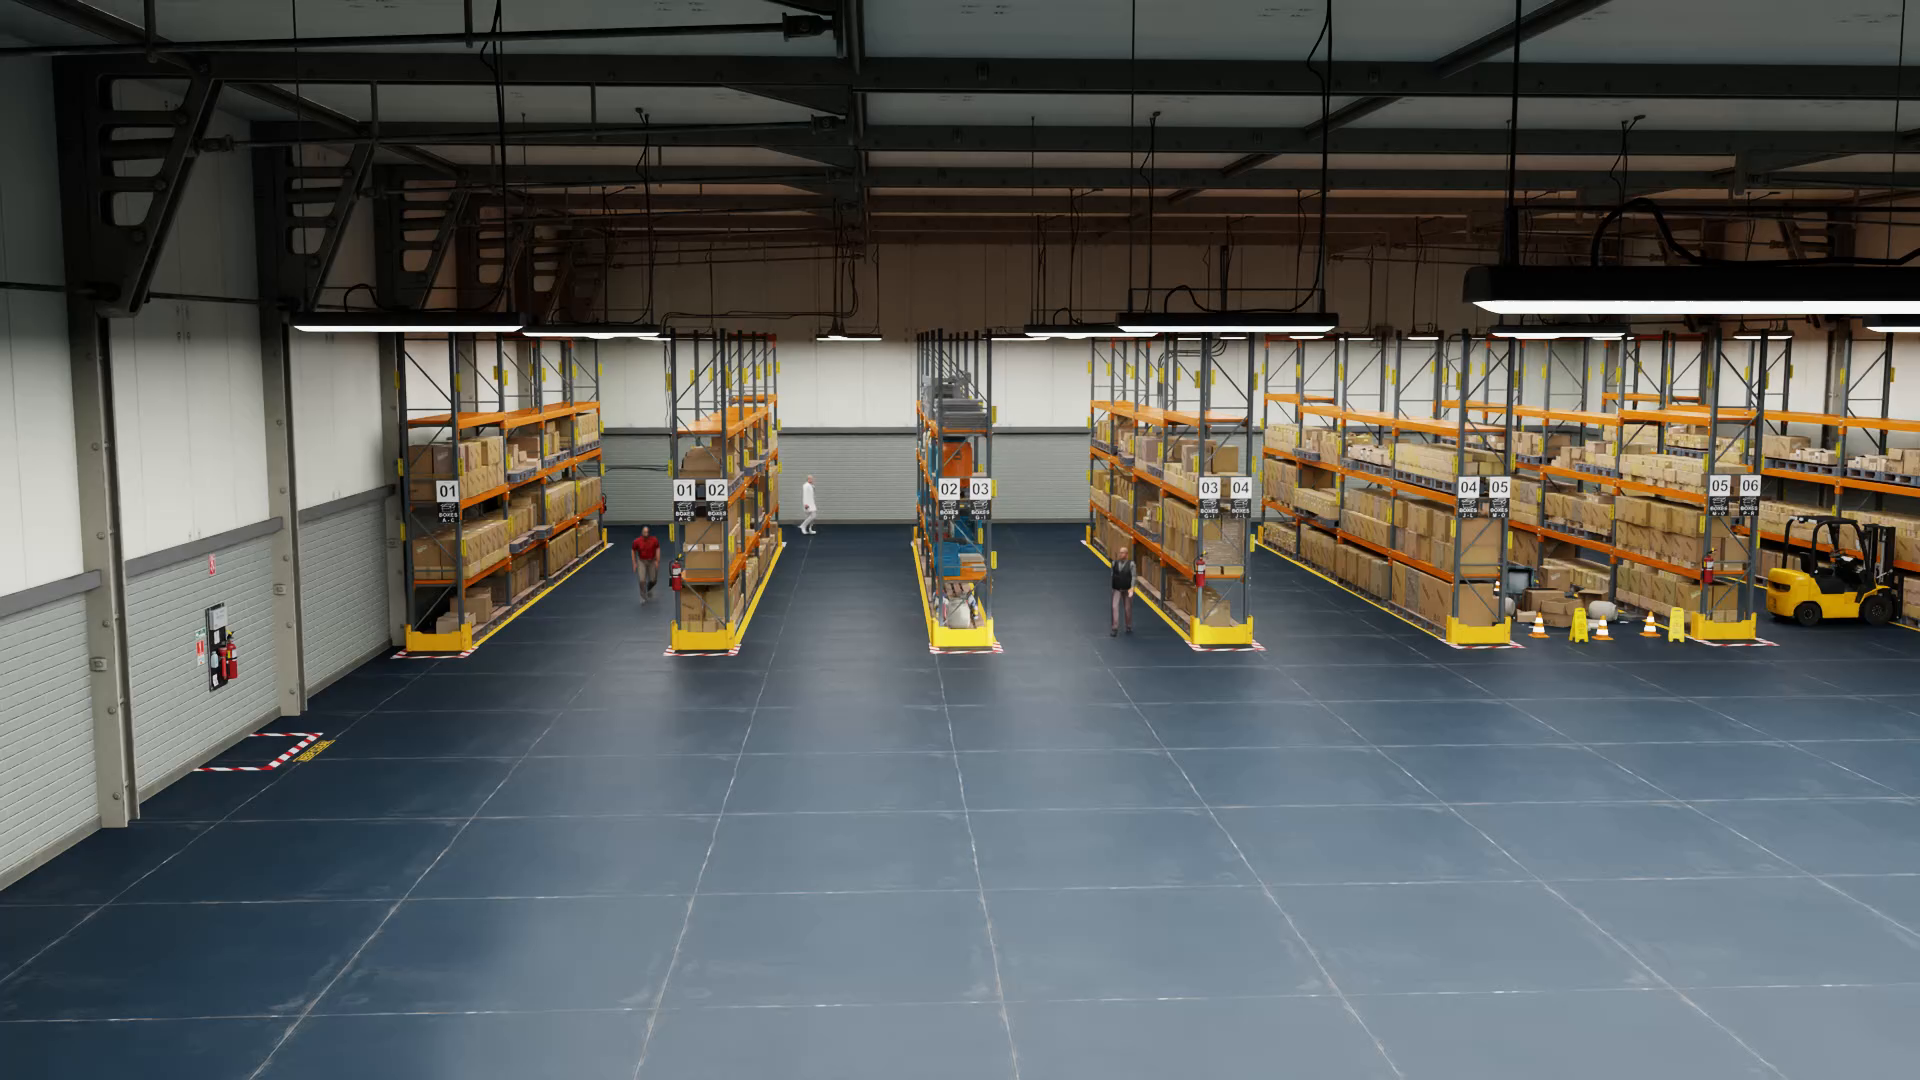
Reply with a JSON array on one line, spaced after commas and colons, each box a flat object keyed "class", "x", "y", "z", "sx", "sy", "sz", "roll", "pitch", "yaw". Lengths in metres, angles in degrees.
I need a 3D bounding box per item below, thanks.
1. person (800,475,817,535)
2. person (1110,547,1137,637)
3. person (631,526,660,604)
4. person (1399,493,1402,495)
[{"class": "person", "x": -4.547, "y": -1.063, "z": 49.923, "sx": 0.535, "sy": 1.777, "sz": 0.599, "roll": 0, "pitch": 7, "yaw": 0}, {"class": "person", "x": 3.205, "y": 1.016, "z": 32.788, "sx": 0.572, "sy": 1.730, "sz": 0.671, "roll": 3, "pitch": 7, "yaw": 23}, {"class": "person", "x": -6.992, "y": 0.532, "z": 36.991, "sx": 0.626, "sy": 1.711, "sz": 0.636, "roll": -2, "pitch": 7, "yaw": -16}, {"class": "person", "x": 12.020, "y": -0.448, "z": 45.459, "sx": 0.536, "sy": 1.648, "sz": 0.452, "roll": -7, "pitch": 9, "yaw": -45}]
